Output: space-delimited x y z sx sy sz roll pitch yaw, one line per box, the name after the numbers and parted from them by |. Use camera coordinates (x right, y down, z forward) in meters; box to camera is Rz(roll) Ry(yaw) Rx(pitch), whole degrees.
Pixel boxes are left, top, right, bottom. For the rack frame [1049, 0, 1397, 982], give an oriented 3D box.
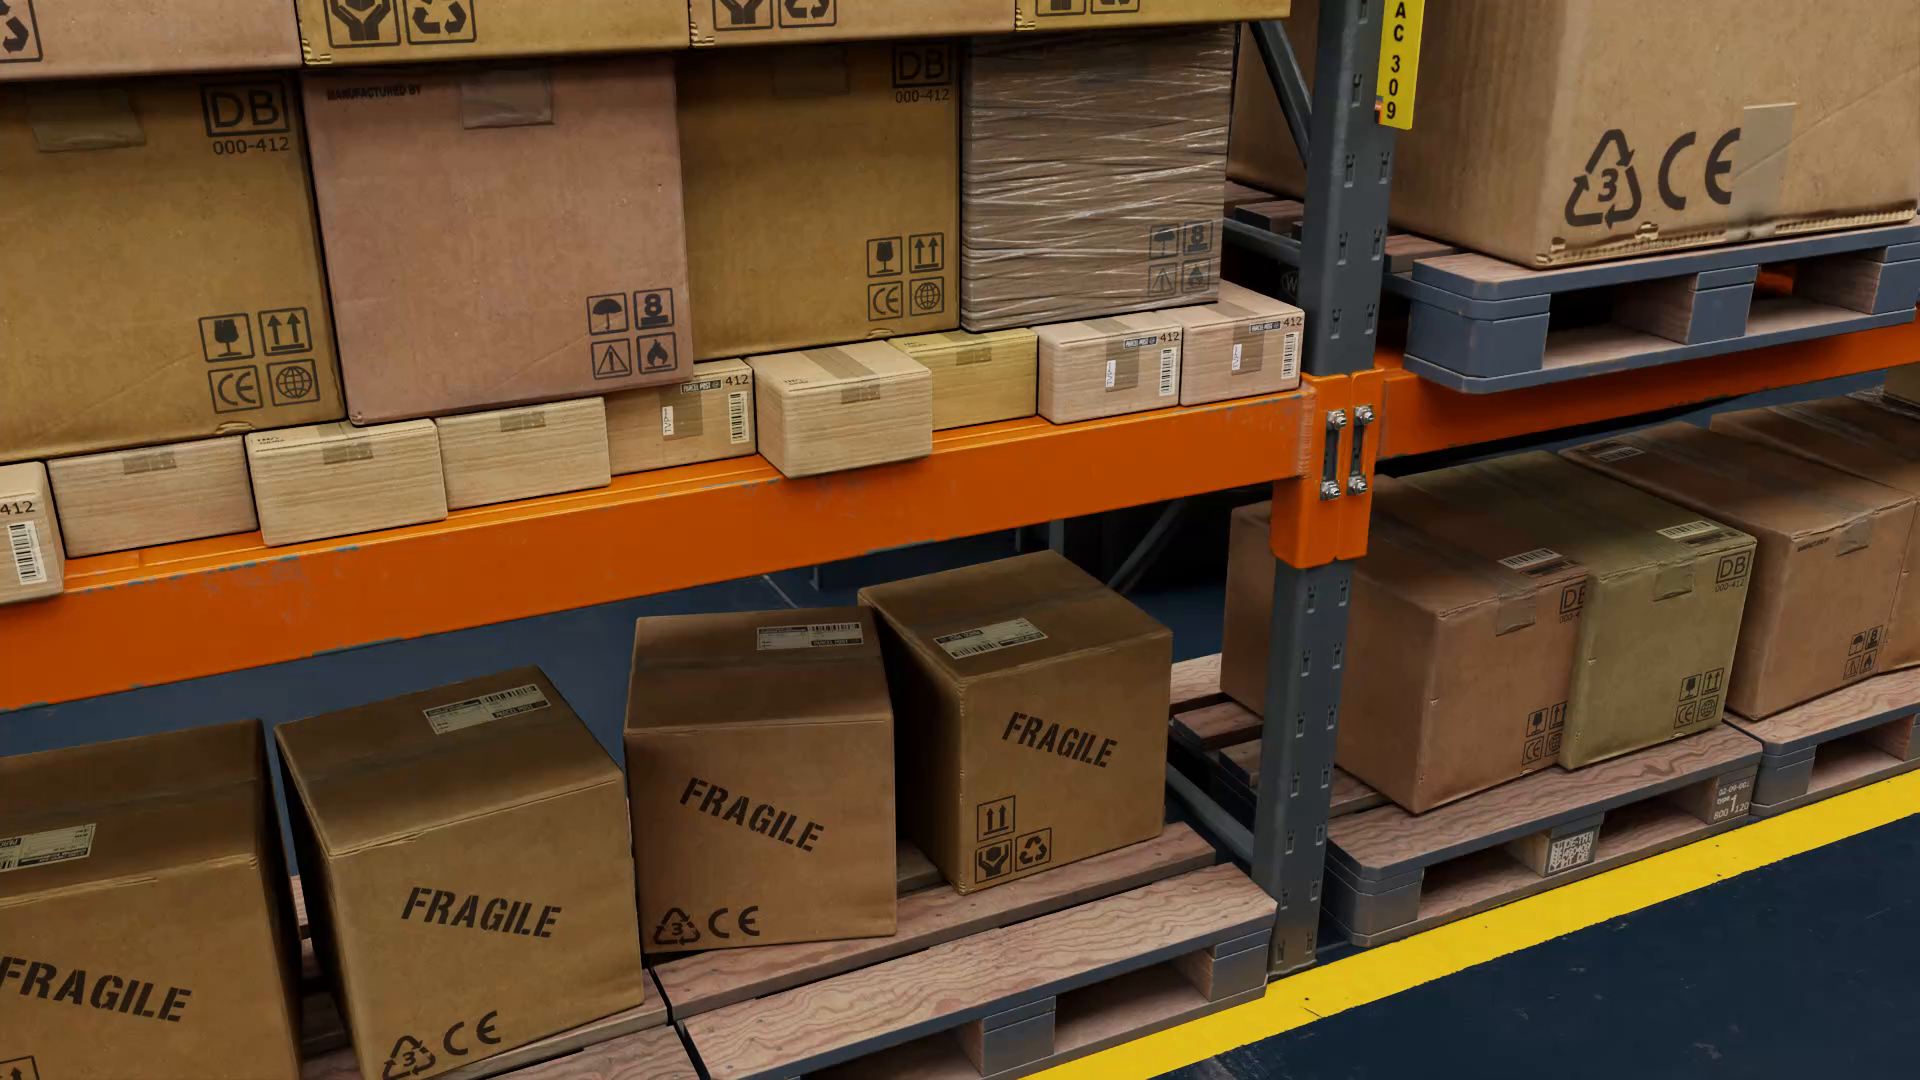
0.487 -0.637 3.367 0.127 3.000 1.000 -10 25 -24 | rack frame

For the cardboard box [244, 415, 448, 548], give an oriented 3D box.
-0.937 -0.140 2.496 0.250 0.149 0.380 -10 25 -24 | cardboard box

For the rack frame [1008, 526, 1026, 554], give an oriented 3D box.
0.125 -0.716 5.519 0.023 1.500 0.400 -11 25 -24 | rack frame

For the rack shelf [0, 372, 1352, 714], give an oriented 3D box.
-1.315 0.027 2.703 4.000 0.370 1.077 -10 25 -24 | rack shelf

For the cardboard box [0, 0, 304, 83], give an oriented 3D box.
-1.152 -0.866 2.092 0.500 0.500 0.500 -10 25 -24 | cardboard box

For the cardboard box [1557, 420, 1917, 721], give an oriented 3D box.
1.992 0.055 4.389 0.500 0.500 0.700 -13 26 -28 | cardboard box

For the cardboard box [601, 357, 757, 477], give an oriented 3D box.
-0.519 -0.249 2.759 0.250 0.149 0.380 -10 25 -24 | cardboard box

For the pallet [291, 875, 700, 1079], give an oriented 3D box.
-1.203 0.979 3.110 1.213 0.211 1.003 -10 25 -24 | pallet

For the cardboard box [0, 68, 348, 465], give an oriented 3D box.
-1.286 -0.510 2.541 0.500 0.500 0.875 -10 25 -24 | cardboard box

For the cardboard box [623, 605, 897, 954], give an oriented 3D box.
-0.403 0.474 3.402 0.500 0.500 0.500 -3 23 -7 | cardboard box

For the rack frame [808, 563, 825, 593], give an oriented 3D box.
-0.533 -0.593 5.223 0.023 1.500 0.400 -11 25 -24 | rack frame

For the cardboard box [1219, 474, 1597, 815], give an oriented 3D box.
1.050 0.220 3.989 0.500 0.500 0.700 -13 26 -28 | cardboard box

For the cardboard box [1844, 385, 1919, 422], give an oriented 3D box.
3.002 -0.135 4.846 0.500 0.500 0.700 -13 26 -28 | cardboard box

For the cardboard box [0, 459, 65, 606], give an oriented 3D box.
-1.363 -0.038 2.249 0.250 0.149 0.380 -10 25 -24 | cardboard box

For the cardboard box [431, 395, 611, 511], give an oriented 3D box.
-0.727 -0.194 2.625 0.250 0.149 0.380 -10 25 -24 | cardboard box

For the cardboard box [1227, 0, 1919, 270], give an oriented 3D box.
1.264 -1.192 3.374 1.000 1.000 1.000 -10 25 -23 | cardboard box

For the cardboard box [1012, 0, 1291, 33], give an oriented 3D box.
0.201 -1.113 2.691 0.500 0.500 0.500 -10 25 -24 | cardboard box

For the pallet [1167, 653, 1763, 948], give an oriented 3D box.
1.188 0.522 4.214 1.213 0.211 1.003 -10 25 -24 | pallet

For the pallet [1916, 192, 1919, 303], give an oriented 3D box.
2.326 -0.870 4.180 1.213 0.211 1.003 -10 25 -24 | pallet

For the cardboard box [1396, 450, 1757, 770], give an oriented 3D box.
1.488 0.147 4.165 0.500 0.500 0.700 -11 25 -24 | cardboard box

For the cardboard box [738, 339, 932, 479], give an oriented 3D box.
-0.237 -0.245 2.749 0.250 0.149 0.380 -10 25 -24 | cardboard box

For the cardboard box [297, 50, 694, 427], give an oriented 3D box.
-0.818 -0.579 2.707 0.500 0.500 0.875 -10 25 -24 | cardboard box

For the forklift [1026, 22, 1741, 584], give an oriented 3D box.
1.579 -1.586 5.750 3.031 2.935 1.130 -11 25 -24 | forklift

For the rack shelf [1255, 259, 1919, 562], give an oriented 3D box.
2.289 -0.637 4.306 4.000 0.370 1.077 -10 25 -24 | rack shelf

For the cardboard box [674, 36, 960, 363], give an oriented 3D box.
-0.411 -0.697 2.991 0.500 0.500 0.875 -10 25 -24 | cardboard box

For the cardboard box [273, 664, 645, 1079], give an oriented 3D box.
-0.929 0.604 3.088 0.500 0.500 0.500 -13 26 -28 | cardboard box

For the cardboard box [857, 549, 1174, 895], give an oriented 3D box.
0.110 0.376 3.638 0.500 0.500 0.500 -11 25 -25 | cardboard box

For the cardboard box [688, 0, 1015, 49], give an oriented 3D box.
-0.249 -1.030 2.489 0.500 0.500 0.500 -10 25 -24 | cardboard box

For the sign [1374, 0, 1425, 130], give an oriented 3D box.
0.730 -0.851 2.753 0.005 0.325 0.100 -10 25 -24 | sign

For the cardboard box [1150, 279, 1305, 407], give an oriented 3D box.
0.421 -0.384 3.084 0.250 0.149 0.380 -10 25 -24 | cardboard box

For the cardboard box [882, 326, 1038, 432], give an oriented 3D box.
-0.060 -0.325 2.942 0.250 0.149 0.380 -10 25 -24 | cardboard box

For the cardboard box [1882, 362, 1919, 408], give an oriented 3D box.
3.027 -0.482 4.706 0.500 0.250 0.500 -8 24 -18 | cardboard box

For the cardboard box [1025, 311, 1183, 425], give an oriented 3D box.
0.192 -0.346 2.992 0.250 0.149 0.380 -10 25 -24 | cardboard box

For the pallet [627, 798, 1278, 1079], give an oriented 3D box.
-0.102 0.775 3.602 1.213 0.211 1.003 -10 25 -24 | pallet

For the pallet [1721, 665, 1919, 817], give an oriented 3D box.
2.289 0.318 4.706 1.213 0.211 1.003 -10 25 -24 | pallet

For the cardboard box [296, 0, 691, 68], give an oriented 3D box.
-0.700 -0.947 2.290 0.500 0.500 0.500 -10 25 -24 | cardboard box

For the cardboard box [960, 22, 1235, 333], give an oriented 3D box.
0.055 -0.767 3.162 0.500 0.500 0.875 -10 25 -24 | cardboard box

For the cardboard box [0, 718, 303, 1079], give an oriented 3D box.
-1.451 0.681 2.902 0.500 0.500 0.500 -8 24 -19 | cardboard box

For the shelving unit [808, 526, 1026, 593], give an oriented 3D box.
-0.204 -0.655 5.371 0.755 1.500 0.431 -11 25 -24 | shelving unit

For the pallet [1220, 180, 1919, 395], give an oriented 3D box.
1.239 -0.625 3.589 1.213 0.211 1.003 -10 25 -24 | pallet

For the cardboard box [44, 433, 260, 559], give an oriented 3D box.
-1.195 -0.125 2.459 0.250 0.149 0.380 -10 25 -24 | cardboard box

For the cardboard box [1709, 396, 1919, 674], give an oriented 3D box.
2.494 -0.038 4.613 0.500 0.500 0.700 -8 24 -19 | cardboard box
